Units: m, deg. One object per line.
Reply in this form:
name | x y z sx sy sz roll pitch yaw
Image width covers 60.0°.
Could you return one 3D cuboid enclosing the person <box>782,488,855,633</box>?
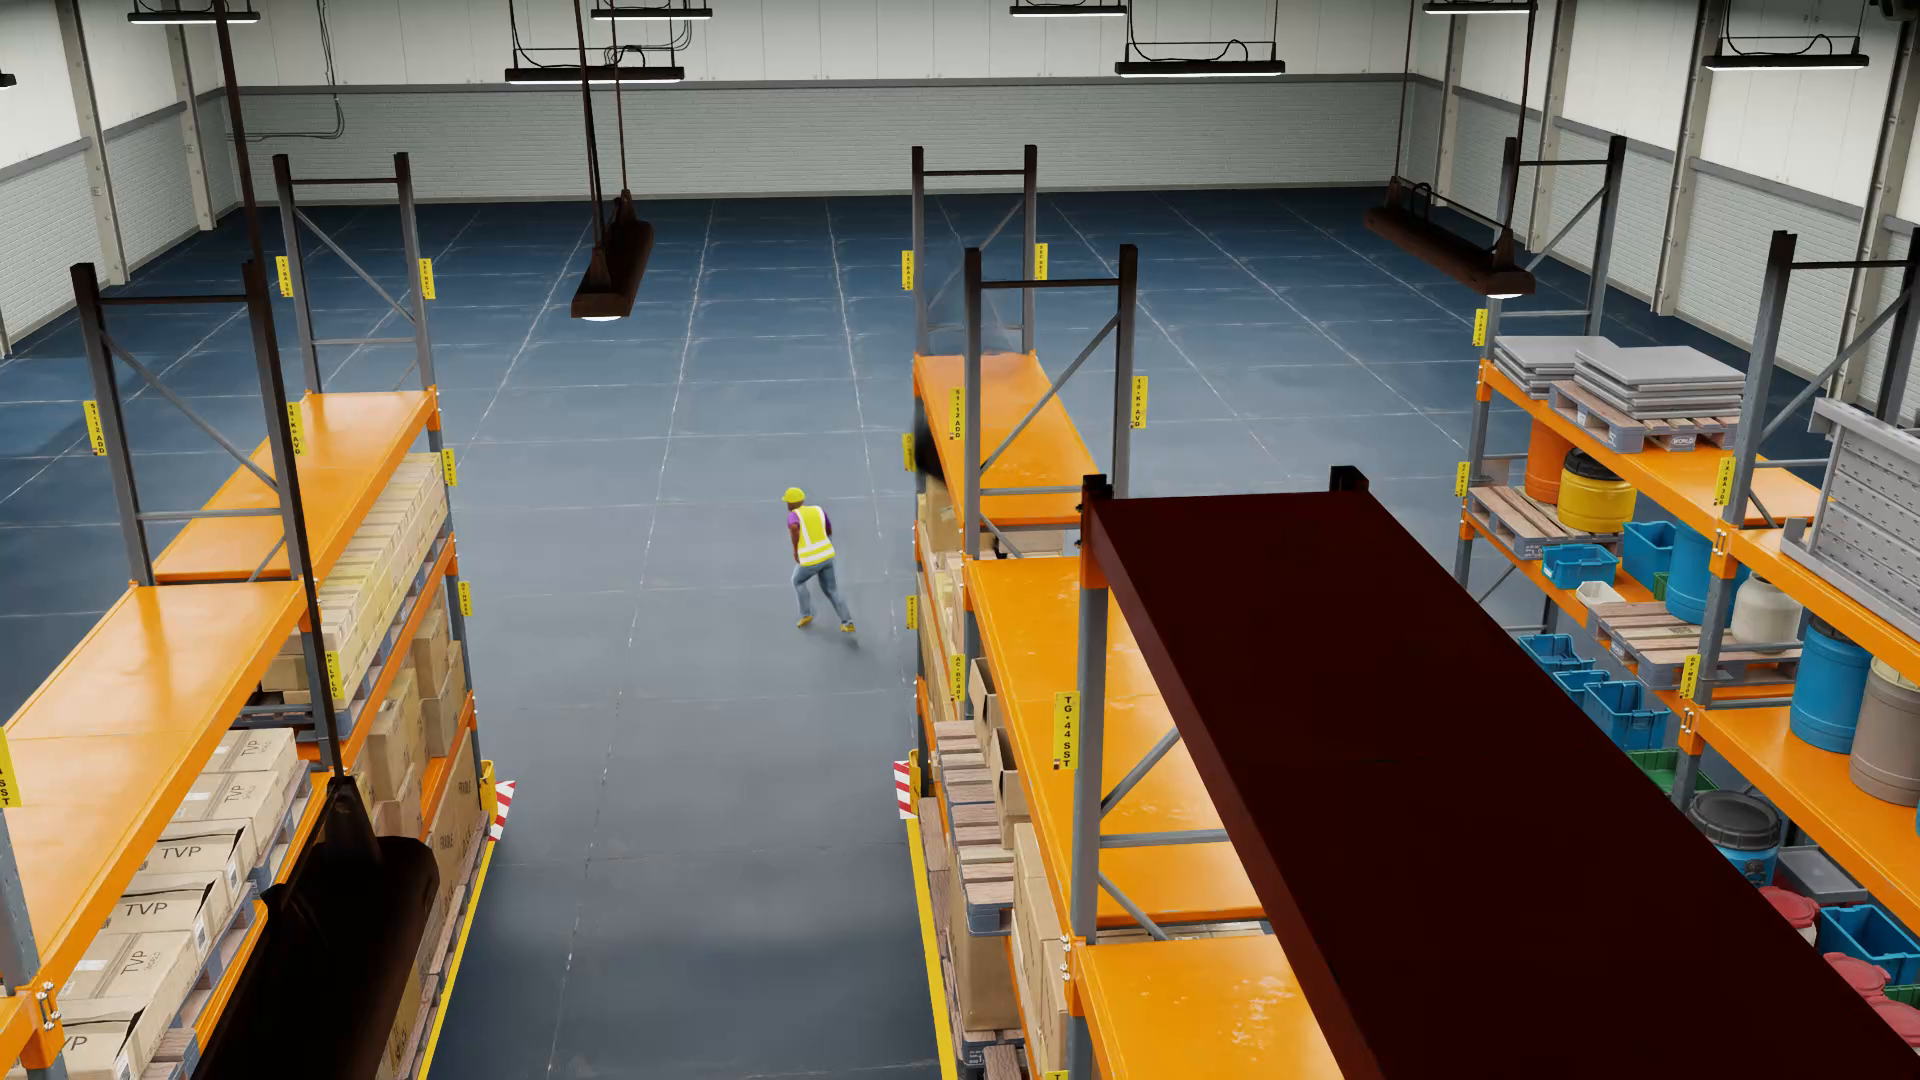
person | -1.606 0.300 18.705 1.033 1.714 0.747 18 28 38
